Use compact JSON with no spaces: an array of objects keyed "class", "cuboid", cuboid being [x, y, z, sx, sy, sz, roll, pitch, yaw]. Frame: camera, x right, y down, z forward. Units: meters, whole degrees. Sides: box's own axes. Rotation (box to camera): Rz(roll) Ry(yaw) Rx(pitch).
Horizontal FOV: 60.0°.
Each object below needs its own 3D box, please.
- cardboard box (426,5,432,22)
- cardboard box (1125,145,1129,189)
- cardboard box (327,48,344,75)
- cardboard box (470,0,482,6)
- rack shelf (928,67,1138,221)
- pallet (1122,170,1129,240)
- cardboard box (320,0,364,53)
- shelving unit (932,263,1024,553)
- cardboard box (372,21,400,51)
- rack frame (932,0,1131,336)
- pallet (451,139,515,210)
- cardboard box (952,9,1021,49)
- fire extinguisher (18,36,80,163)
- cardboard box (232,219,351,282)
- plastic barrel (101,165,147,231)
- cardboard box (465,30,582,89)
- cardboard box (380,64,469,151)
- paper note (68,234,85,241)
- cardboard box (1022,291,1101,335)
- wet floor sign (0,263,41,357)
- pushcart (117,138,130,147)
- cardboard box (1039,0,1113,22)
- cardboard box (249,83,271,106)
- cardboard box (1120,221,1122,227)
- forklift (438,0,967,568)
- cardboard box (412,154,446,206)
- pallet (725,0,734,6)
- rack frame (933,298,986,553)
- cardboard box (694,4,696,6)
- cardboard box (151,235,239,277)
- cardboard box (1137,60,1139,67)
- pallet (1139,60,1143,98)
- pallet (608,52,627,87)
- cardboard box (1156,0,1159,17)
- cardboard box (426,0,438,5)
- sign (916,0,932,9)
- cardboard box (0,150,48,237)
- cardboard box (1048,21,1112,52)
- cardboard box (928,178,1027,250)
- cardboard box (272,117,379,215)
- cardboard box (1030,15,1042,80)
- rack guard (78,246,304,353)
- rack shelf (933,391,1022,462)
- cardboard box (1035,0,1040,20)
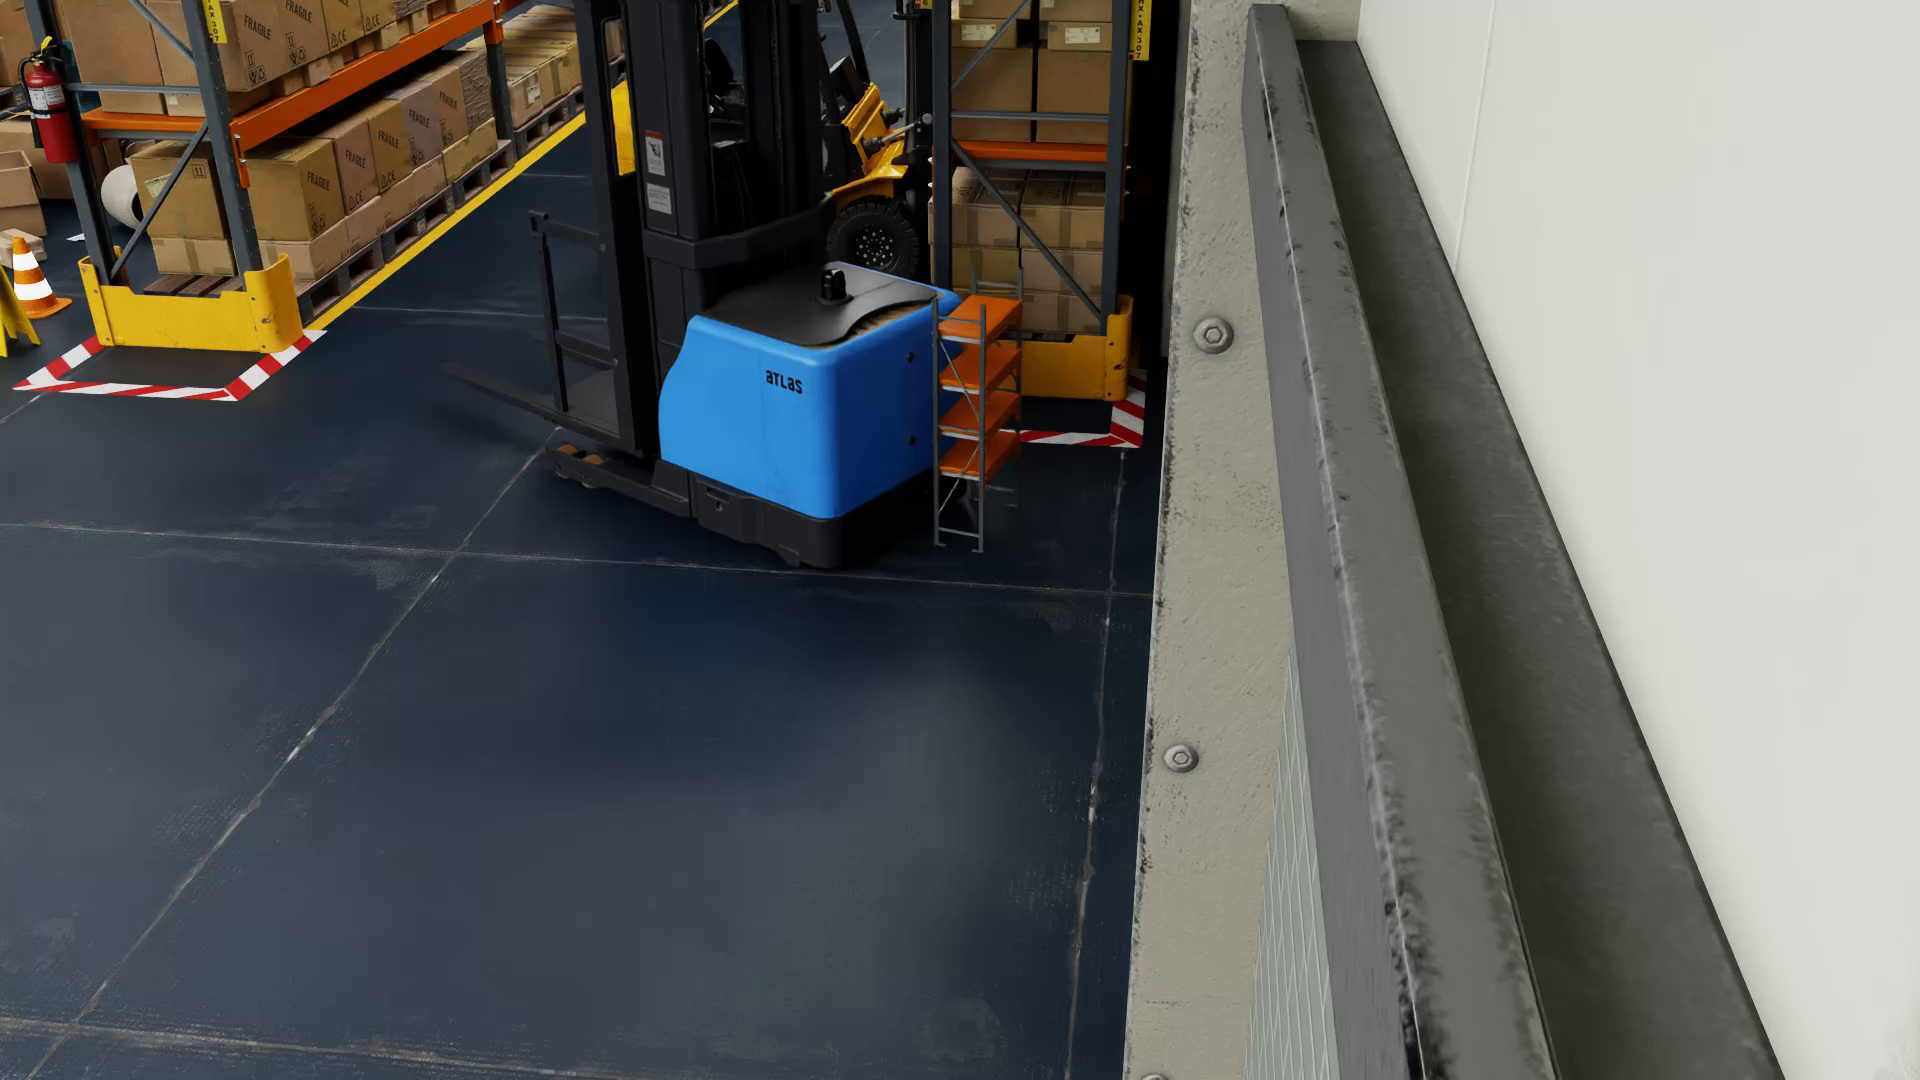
[{"class":"cardboard box","cuboid":[-3.990,-3.746,11.806,0.380,0.149,0.250,3,28,5]},{"class":"cardboard box","cuboid":[0.884,-2.564,11.275,0.500,0.250,0.500,3,28,6]},{"class":"cardboard box","cuboid":[-4.114,-3.013,10.445,0.380,0.149,0.250,4,29,8]},{"class":"cardboard box","cuboid":[-3.813,-4.098,12.460,0.380,0.149,0.250,3,28,6]},{"class":"rack shelf","cuboid":[0.606,-2.833,10.605,1.077,0.370,4.000,3,28,6]},{"class":"pallet","cuboid":[0.712,-2.492,12.153,1.003,0.211,1.213,3,28,6]},{"class":"cardboard box","cuboid":[-4.111,-3.361,10.407,0.500,0.500,0.500,3,28,5]},{"class":"shelving unit","cuboid":[0.084,-0.599,7.597,0.258,1.200,0.503,10,30,18]},{"class":"cardboard box","cuboid":[-3.991,-3.378,11.123,0.380,0.149,0.250,4,29,7]},{"class":"rack frame","cuboid":[0.361,-2.209,8.687,1.000,3.000,0.127,3,28,6]},{"class":"pallet","cuboid":[-4.123,-2.832,12.785,1.003,0.211,1.213,3,28,6]},{"class":"cardboard box","cuboid":[0.125,-2.718,8.842,0.380,0.149,0.250,4,29,7]},{"class":"fire extinguisher","cuboid":[-5.037,-2.434,9.187,0.296,0.674,0.183,3,28,6]},{"class":"cardboard box","cuboid":[-4.193,-1.833,10.447,0.500,0.250,0.500,3,28,6]},{"class":"plastic barrel","cuboid":[-5.815,-2.421,11.798,0.421,0.421,0.512,-24,36,-37]},{"class":"cardboard box","cuboid":[-3.846,-4.319,14.932,0.950,0.372,0.625,4,29,8]},{"class":"cardboard box","cuboid":[-3.943,-3.149,12.098,0.500,0.500,0.500,4,29,7]},{"class":"paper note","cuboid":[-6.173,-2.135,11.693,0.148,0.019,0.142,14,31,24]},{"class":"cardboard box","cuboid":[0.615,-1.403,9.647,0.500,0.250,0.500,3,29,6]},{"class":"wet floor sign","cuboid":[-5.651,-1.431,9.727,0.267,0.644,0.232,14,31,24]},{"class":"pushcart","cuboid":[-6.345,-3.333,13.538,1.648,0.377,0.936,-6,29,-11]},{"class":"cardboard box","cuboid":[0.614,-2.815,8.709,0.380,0.149,0.250,3,28,5]},{"class":"cardboard box","cuboid":[-4.302,-2.652,9.775,0.380,0.149,0.250,4,29,7]},{"class":"cardboard box","cuboid":[0.869,-2.351,11.407,0.500,0.250,0.500,3,29,6]},{"class":"forklift","cuboid":[-1.441,-1.719,7.850,3.031,2.935,1.130,20,34,33]},{"class":"cardboard box","cuboid":[-4.004,-2.568,11.811,0.500,0.250,0.500,4,29,7]},{"class":"pallet","cuboid":[-3.115,-6.549,19.683,1.003,0.211,1.213,3,28,6]},{"class":"rack frame","cuboid":[-0.004,-0.491,7.396,0.240,1.200,0.015,10,30,18]},{"class":"cardboard box","cuboid":[-3.305,-6.250,17.987,0.875,0.875,0.875,4,29,7]},{"class":"cardboard box","cuboid":[-4.731,-1.877,10.528,0.500,0.250,0.500,3,28,6]},{"class":"cardboard box","cuboid":[0.867,-3.190,10.404,0.500,0.500,0.500,4,29,7]},{"class":"pallet","cuboid":[1.201,-4.361,15.623,1.003,0.211,1.213,3,28,6]},{"class":"pallet","cuboid":[-3.683,-4.666,16.188,1.003,0.211,1.213,3,28,6]},{"class":"cardboard box","cuboid":[1.815,-5.719,17.396,0.500,0.500,0.500,5,29,9]},{"class":"cardboard box","cuboid":[-3.940,-4.087,11.754,0.500,0.500,0.500,4,29,8]},{"class":"sign","cuboid":[-0.176,-2.861,8.427,0.100,0.325,0.005,3,28,6]},{"class":"cardboard box","cuboid":[-6.863,-2.370,11.619,0.797,0.503,0.637,-17,33,-29]},{"class":"cardboard box","cuboid":[0.660,-2.683,8.778,0.380,0.149,0.250,3,28,5]},{"class":"cardboard box","cuboid":[0.108,-1.858,9.438,0.500,0.250,0.500,4,29,8]},{"class":"cardboard box","cuboid":[-4.131,-2.421,10.747,0.500,0.500,0.500,2,28,4]},{"class":"cardboard box","cuboid":[0.233,-2.743,9.574,0.500,0.500,0.500,4,29,8]},{"class":"rack guard","cuboid":[-4.557,-1.431,9.878,1.175,0.500,0.348,3,28,6]},{"class":"rack shelf","cuboid":[0.084,-0.540,7.629,0.258,0.148,0.480,10,30,18]},{"class":"cardboard box","cuboid":[0.261,-3.074,9.504,0.380,0.149,0.250,3,28,6]}]
